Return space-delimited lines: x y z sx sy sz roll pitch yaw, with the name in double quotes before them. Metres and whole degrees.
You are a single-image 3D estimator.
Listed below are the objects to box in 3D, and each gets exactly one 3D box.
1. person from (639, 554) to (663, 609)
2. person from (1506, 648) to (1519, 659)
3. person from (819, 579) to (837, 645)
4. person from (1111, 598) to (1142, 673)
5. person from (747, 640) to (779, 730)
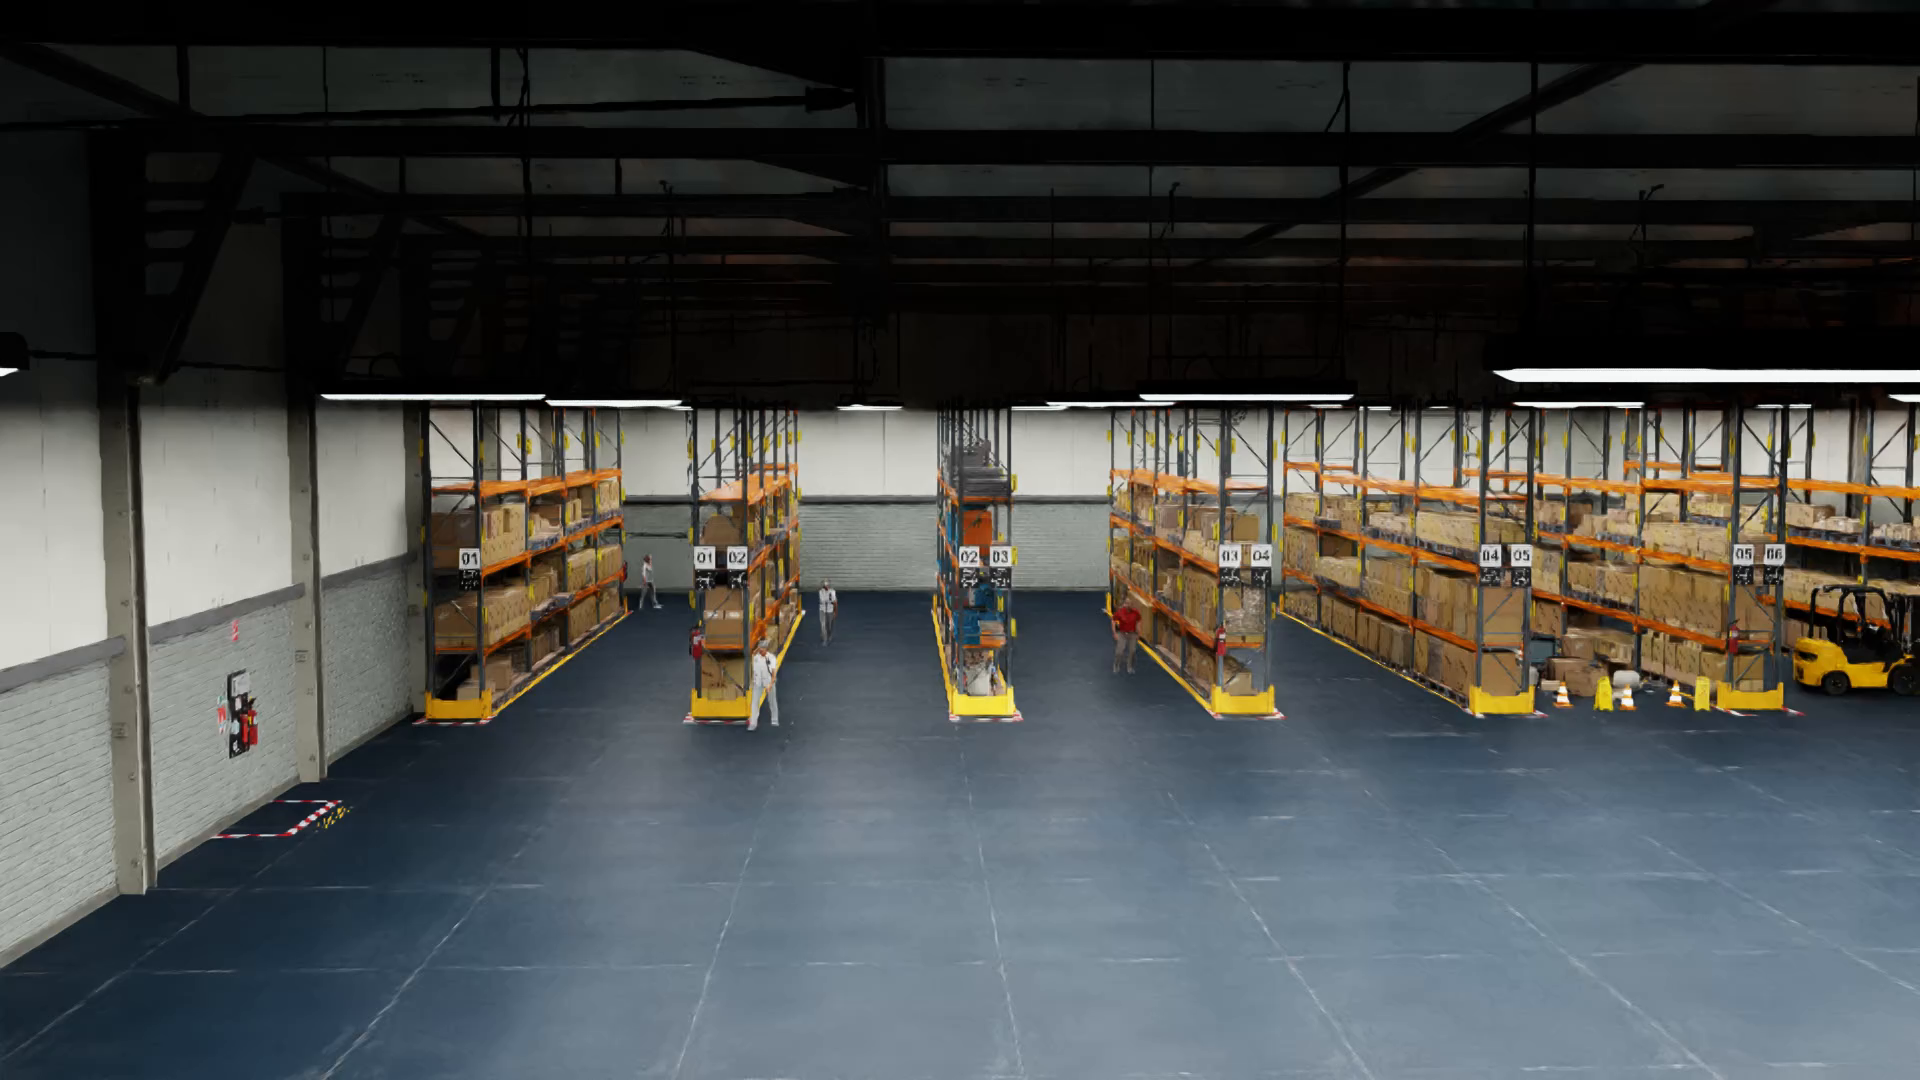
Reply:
"person" -9.020 1.192 48.252 0.526 1.586 0.636 3 5 32
"person" 12.437 1.913 37.764 0.644 1.798 0.674 2 5 27
"person" -3.256 1.742 40.947 0.461 1.626 0.999 0 4 -3
"person" 3.640 2.083 36.371 0.682 1.676 0.535 0 4 -4
"person" -3.522 2.591 29.999 0.479 1.594 0.994 1 4 7
